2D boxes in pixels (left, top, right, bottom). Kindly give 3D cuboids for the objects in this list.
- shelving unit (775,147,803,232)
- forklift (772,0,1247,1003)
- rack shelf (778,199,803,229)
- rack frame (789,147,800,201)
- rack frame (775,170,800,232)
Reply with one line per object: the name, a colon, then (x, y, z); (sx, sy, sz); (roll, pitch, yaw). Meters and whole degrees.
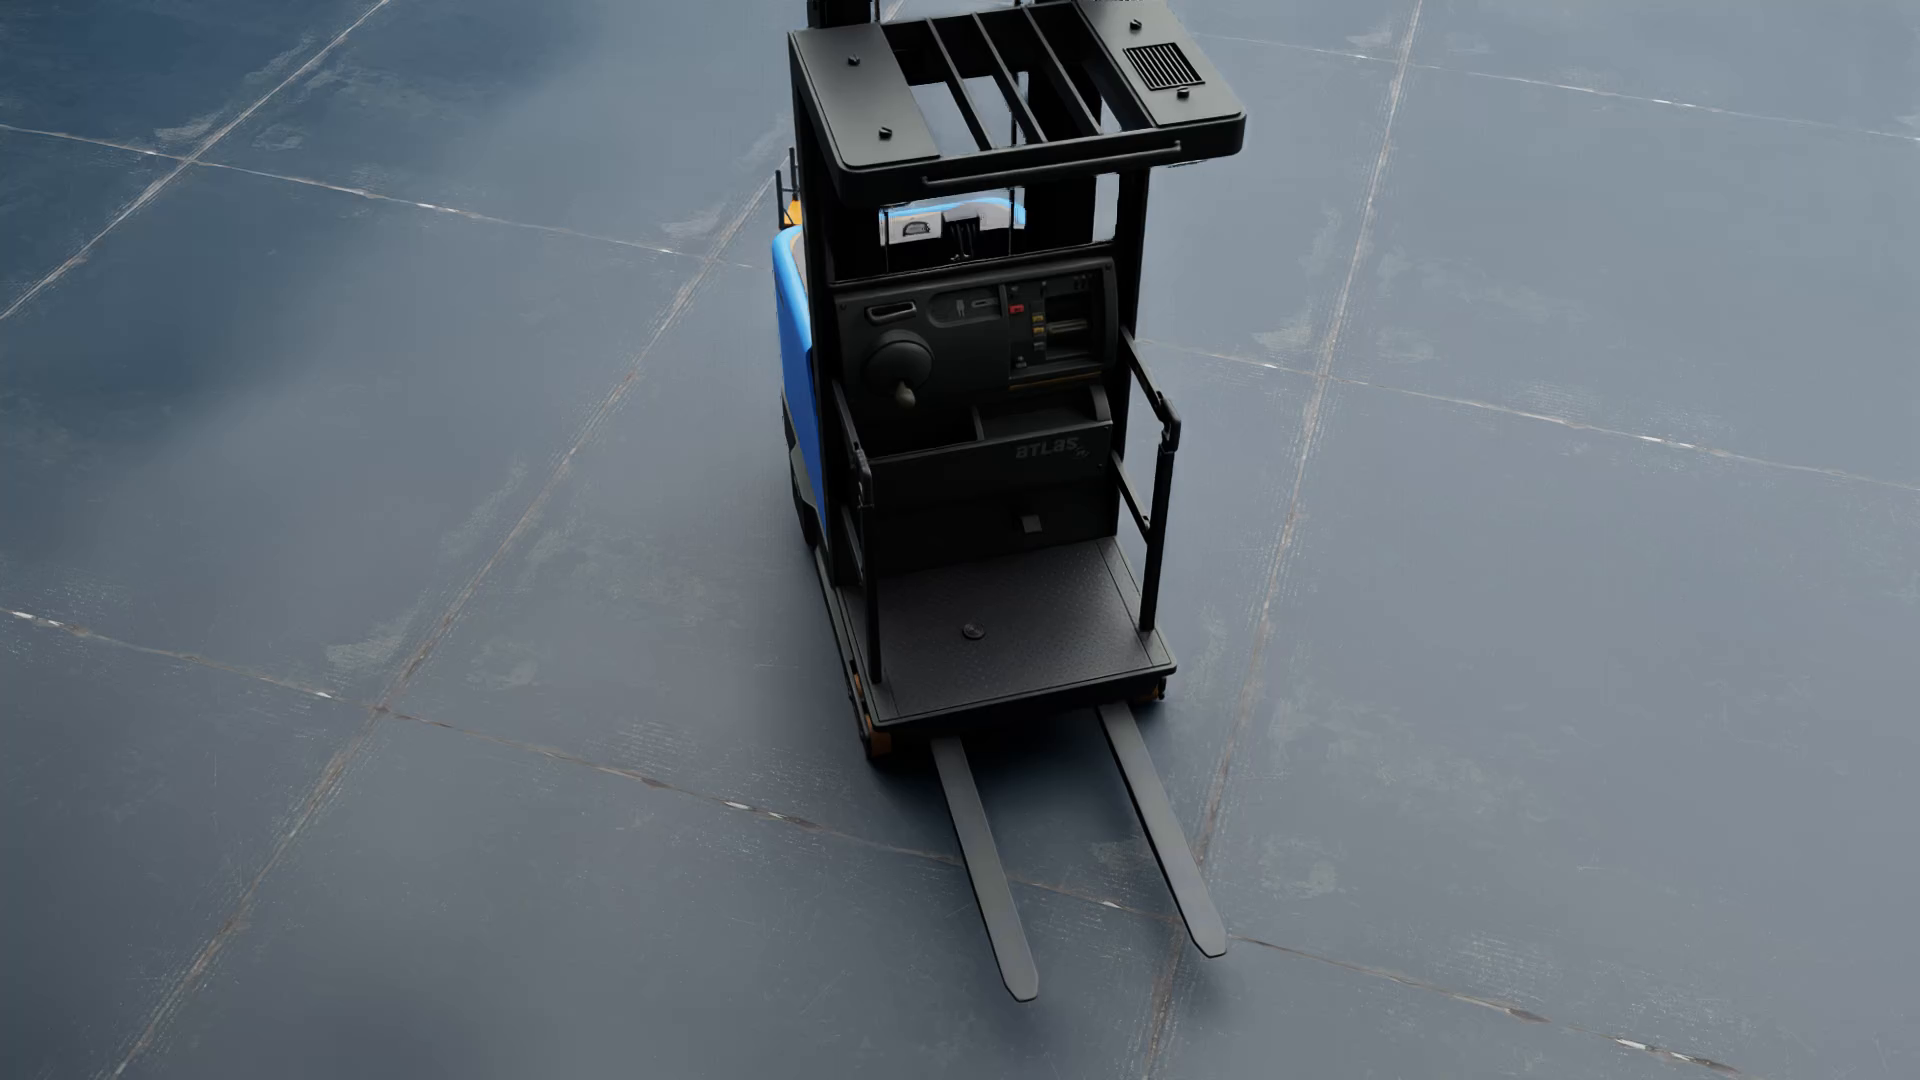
shelving unit: (-0.588, -1.047, 6.958); (0.258, 1.200, 0.189); (9, 43, 9)
forklift: (0.118, -0.579, 5.246); (1.130, 2.935, 3.031); (-10, 45, -10)
rack shelf: (-0.586, -1.279, 6.744); (0.258, 0.103, 0.180); (9, 43, 9)
rack frame: (-0.569, -1.107, 7.024); (0.240, 1.200, 0.006); (9, 43, 9)
rack frame: (-0.608, -0.986, 6.892); (0.240, 1.200, 0.006); (9, 43, 9)
